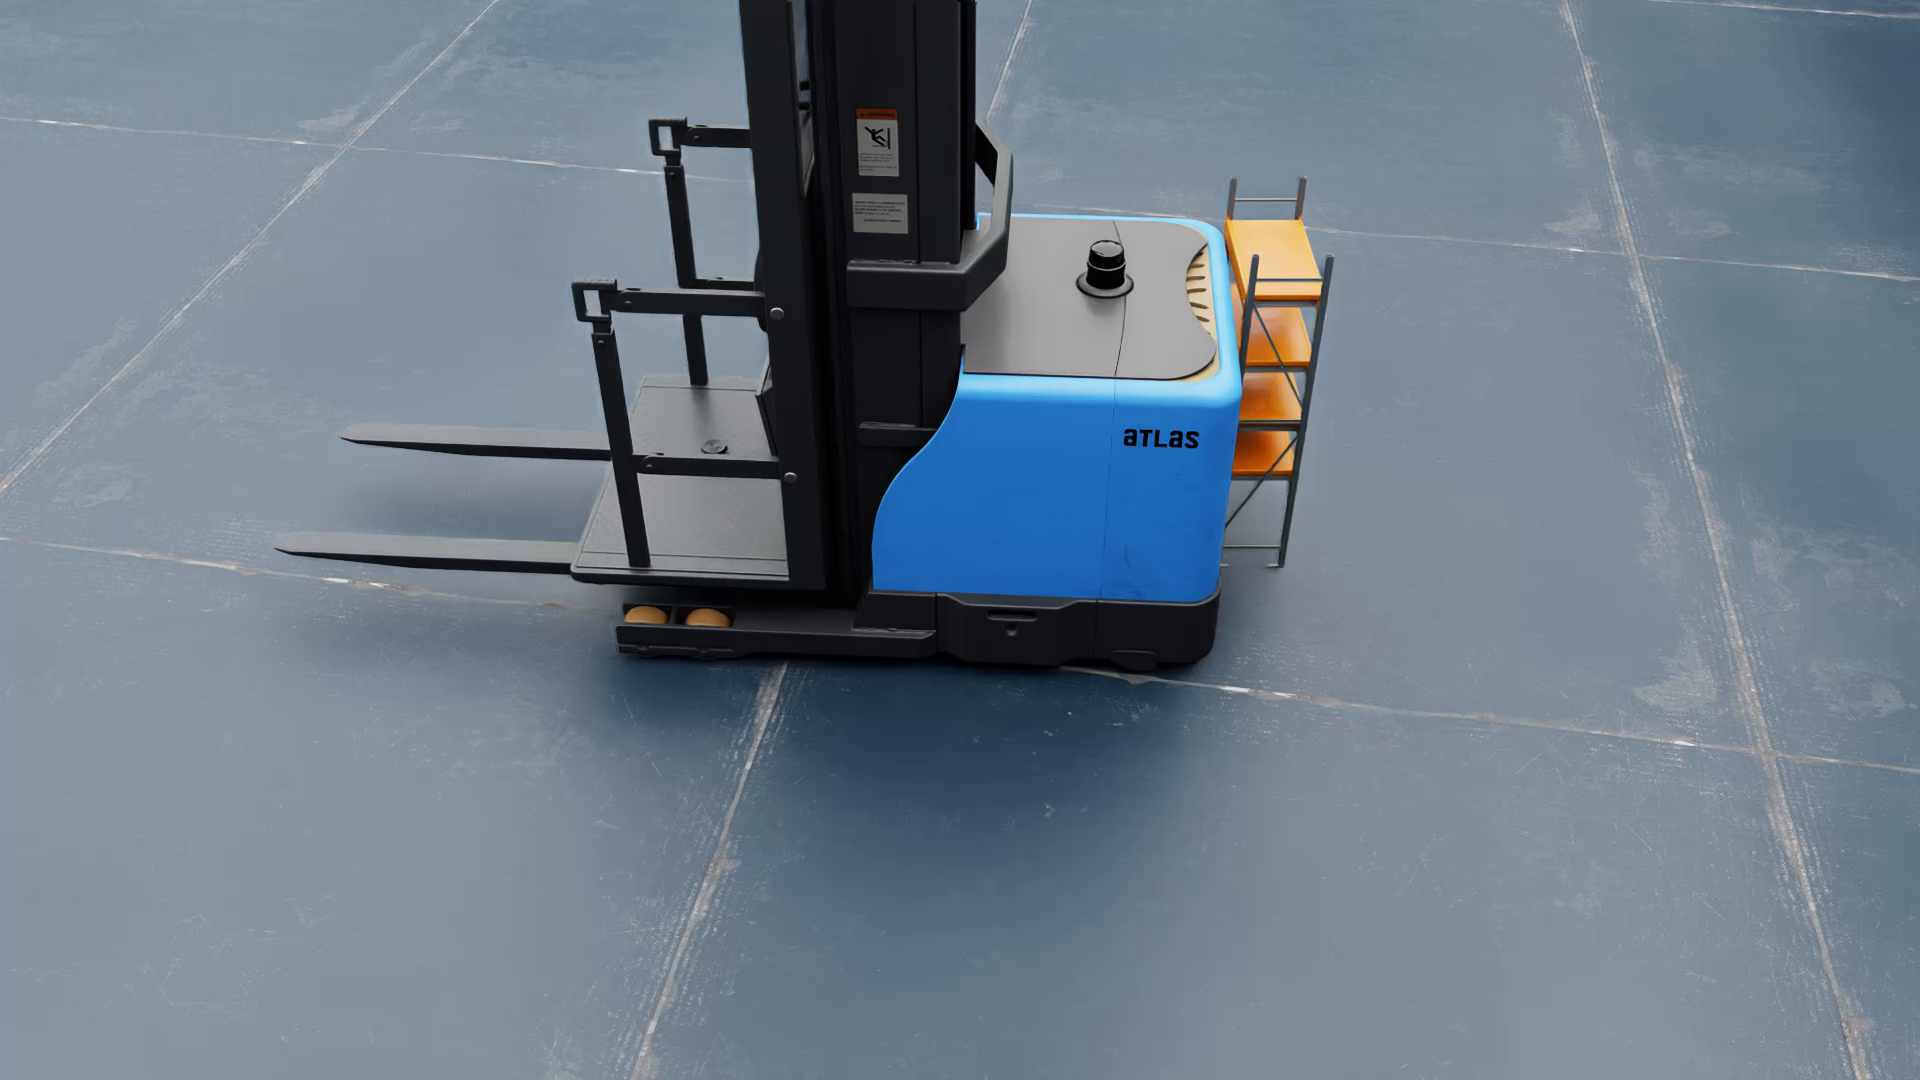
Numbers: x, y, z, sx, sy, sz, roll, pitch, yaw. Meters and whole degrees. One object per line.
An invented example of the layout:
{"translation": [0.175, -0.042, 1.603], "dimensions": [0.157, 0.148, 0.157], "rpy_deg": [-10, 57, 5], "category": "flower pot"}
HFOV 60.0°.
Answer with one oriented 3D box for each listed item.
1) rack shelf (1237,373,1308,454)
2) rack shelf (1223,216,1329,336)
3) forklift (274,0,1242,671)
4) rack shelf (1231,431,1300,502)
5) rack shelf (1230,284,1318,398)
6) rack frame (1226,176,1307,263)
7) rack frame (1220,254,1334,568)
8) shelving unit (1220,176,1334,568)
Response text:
{"translation": [0.976, -0.476, 5.490], "dimensions": [0.258, 0.148, 0.480], "rpy_deg": [0, 40, 0], "category": "rack shelf"}
{"translation": [0.976, -0.831, 5.197], "dimensions": [0.258, 0.148, 0.480], "rpy_deg": [0, 40, 0], "category": "rack shelf"}
{"translation": [-0.684, -1.082, 4.759], "dimensions": [3.031, 2.935, 1.130], "rpy_deg": [2, 40, 3], "category": "forklift"}
{"translation": [0.976, -0.323, 5.617], "dimensions": [0.258, 0.148, 0.480], "rpy_deg": [0, 40, 0], "category": "rack shelf"}
{"translation": [0.976, -0.649, 5.348], "dimensions": [0.258, 0.148, 0.480], "rpy_deg": [0, 40, 0], "category": "rack shelf"}
{"translation": [0.975, -0.684, 5.635], "dimensions": [0.240, 1.200, 0.015], "rpy_deg": [0, 40, 0], "category": "rack frame"}
{"translation": [0.977, -0.373, 5.259], "dimensions": [0.240, 1.200, 0.015], "rpy_deg": [0, 40, 0], "category": "rack frame"}
{"translation": [0.976, -0.528, 5.447], "dimensions": [0.258, 1.200, 0.503], "rpy_deg": [0, 40, 0], "category": "shelving unit"}
